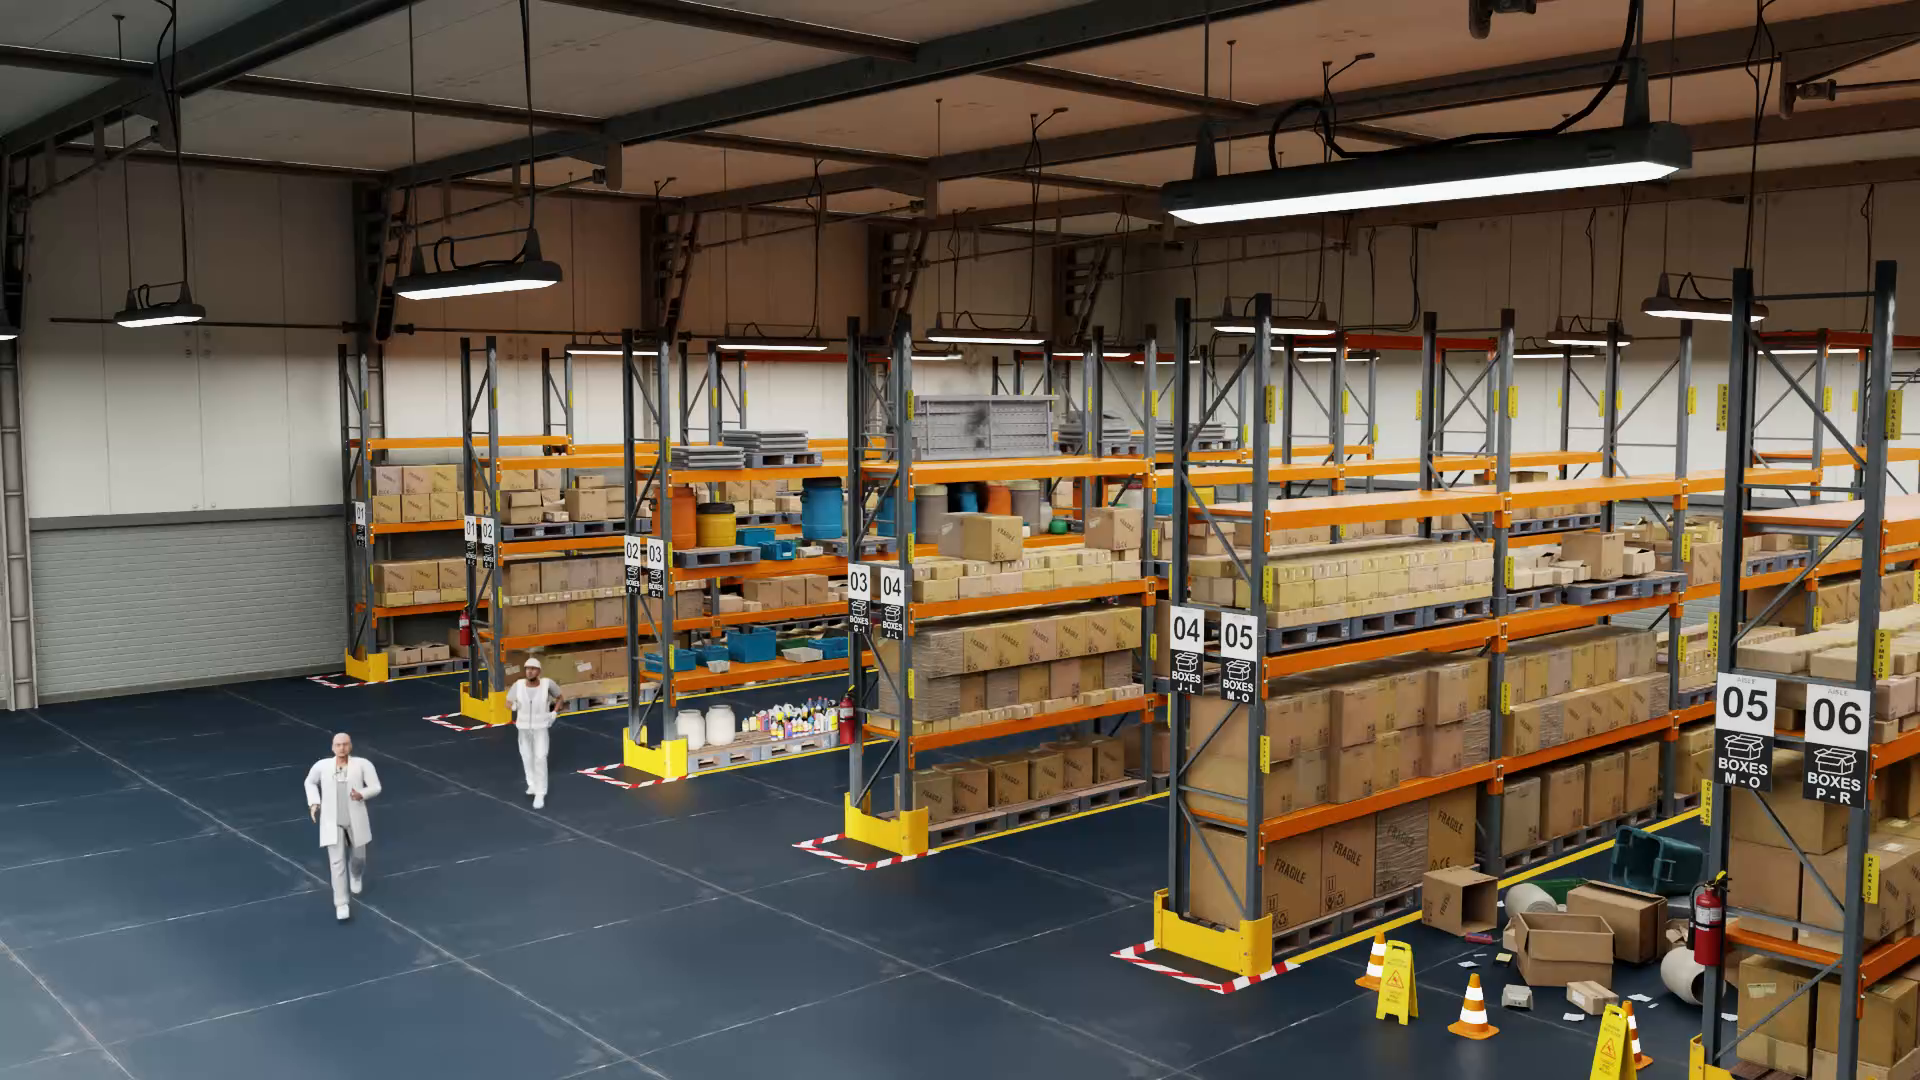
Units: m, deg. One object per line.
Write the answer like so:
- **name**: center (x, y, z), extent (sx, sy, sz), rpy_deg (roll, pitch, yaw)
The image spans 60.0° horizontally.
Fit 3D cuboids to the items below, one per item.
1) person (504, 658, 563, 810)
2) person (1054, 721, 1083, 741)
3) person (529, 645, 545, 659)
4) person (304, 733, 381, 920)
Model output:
- **person**: center (-5.378, 2.394, 20.885), extent (0.678, 1.833, 0.811), rpy_deg (0, 5, 0)
- **person**: center (1.521, 2.183, 23.591), extent (0.679, 1.773, 0.652), rpy_deg (4, 7, 40)
- **person**: center (-7.255, 1.797, 28.470), extent (0.557, 1.625, 0.564), rpy_deg (5, 7, 42)
- **person**: center (-6.129, 2.791, 16.540), extent (0.714, 1.754, 1.027), rpy_deg (-2, 5, -21)
